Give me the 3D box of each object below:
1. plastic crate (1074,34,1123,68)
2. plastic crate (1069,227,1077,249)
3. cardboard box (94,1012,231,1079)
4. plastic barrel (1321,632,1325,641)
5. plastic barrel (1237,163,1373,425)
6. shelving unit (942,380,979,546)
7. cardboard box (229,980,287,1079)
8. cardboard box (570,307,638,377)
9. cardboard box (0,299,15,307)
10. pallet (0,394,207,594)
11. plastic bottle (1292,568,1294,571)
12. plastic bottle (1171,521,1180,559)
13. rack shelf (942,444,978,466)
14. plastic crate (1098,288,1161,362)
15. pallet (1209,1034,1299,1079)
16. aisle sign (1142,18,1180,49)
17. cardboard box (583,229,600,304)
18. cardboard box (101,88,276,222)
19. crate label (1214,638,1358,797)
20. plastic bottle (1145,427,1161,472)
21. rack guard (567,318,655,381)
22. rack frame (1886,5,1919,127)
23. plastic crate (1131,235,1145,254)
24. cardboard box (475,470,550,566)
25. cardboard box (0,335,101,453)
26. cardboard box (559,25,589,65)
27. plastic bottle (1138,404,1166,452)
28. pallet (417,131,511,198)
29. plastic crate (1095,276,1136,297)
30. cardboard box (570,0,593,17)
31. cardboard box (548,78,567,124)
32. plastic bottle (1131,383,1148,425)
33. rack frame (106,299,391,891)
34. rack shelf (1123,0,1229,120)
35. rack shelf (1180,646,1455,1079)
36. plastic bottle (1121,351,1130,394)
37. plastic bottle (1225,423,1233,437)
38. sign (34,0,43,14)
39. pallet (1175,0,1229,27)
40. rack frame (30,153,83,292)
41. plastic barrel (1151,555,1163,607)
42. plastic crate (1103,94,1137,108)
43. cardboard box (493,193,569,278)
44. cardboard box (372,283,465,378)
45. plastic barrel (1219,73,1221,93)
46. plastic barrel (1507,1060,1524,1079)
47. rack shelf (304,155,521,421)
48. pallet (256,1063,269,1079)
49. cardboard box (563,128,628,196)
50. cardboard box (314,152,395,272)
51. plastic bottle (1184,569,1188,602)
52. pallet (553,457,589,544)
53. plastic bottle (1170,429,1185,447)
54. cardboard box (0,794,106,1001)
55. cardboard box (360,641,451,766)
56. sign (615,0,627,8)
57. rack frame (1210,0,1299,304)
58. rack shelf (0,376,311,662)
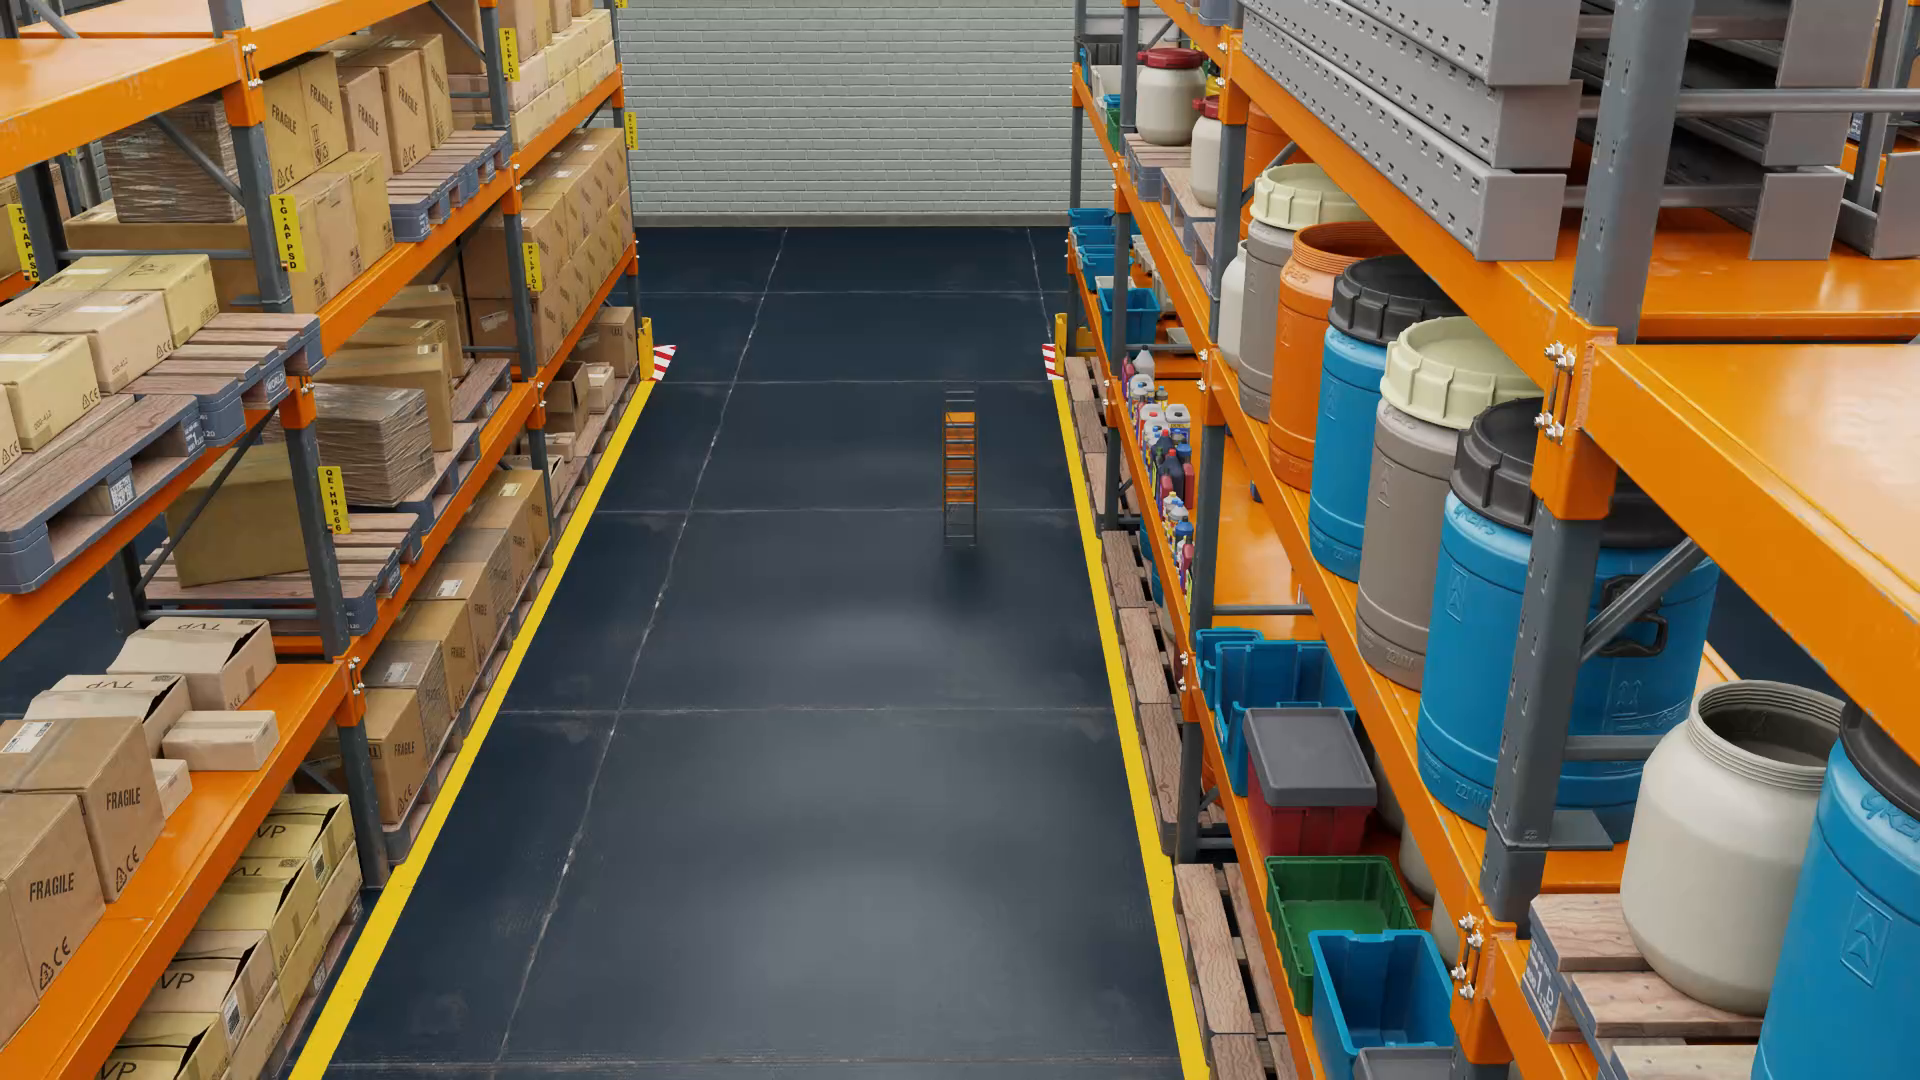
[{"bbox_3d":[1.221,-4.111,14.101,0.497,0.269,0.590,0,24,-1],"label":"plastic crate"},{"bbox_3d":[1.090,-2.635,14.566,0.250,0.136,0.298,0,24,-1],"label":"plastic crate"},{"bbox_3d":[-3.100,2.003,6.211,0.500,0.311,0.500,0,24,1],"label":"cardboard box"},{"bbox_3d":[1.891,0.461,7.309,0.600,0.536,0.708,0,24,-1],"label":"plastic barrel"},{"bbox_3d":[1.375,-0.923,6.285,0.600,0.901,0.600,0,24,0],"label":"plastic barrel"},{"bbox_3d":[0.000,-0.541,11.873,0.258,1.200,0.189,0,24,-1],"label":"shelving unit"},{"bbox_3d":[-3.109,2.051,6.786,0.500,0.250,0.500,0,24,1],"label":"cardboard box"},{"bbox_3d":[-3.205,-1.781,14.931,0.500,0.500,0.500,0,24,-1],"label":"cardboard box"},{"bbox_3d":[-8.505,-2.029,14.717,0.380,0.149,0.250,0,24,0],"label":"cardboard box"},{"bbox_3d":[-3.258,-0.187,5.495,1.003,0.211,1.213,1,24,2],"label":"pallet"},{"bbox_3d":[1.772,0.061,8.599,0.097,0.201,0.097,0,24,0],"label":"plastic bottle"},{"bbox_3d":[1.163,-0.004,8.744,0.097,0.201,0.097,0,24,0],"label":"plastic bottle"},{"bbox_3d":[0.000,-0.610,11.842,0.258,0.103,0.180,0,24,-1],"label":"rack shelf"},{"bbox_3d":[1.193,-1.526,11.814,0.392,0.384,0.575,0,24,-1],"label":"plastic crate"},{"bbox_3d":[1.563,2.425,6.516,1.003,0.211,1.213,0,24,-1],"label":"pallet"},{"bbox_3d":[1.788,-4.179,14.578,0.394,0.787,0.004,0,24,-1],"label":"aisle sign"},{"bbox_3d":[-3.166,-2.178,13.187,0.500,0.500,0.500,-1,24,-1],"label":"cardboard box"},{"bbox_3d":[-3.369,-1.694,7.264,0.500,0.500,0.500,0,24,-1],"label":"cardboard box"},{"bbox_3d":[1.323,0.728,6.842,0.502,0.435,0.616,0,24,-1],"label":"crate label"},{"bbox_3d":[1.150,-0.539,9.841,0.097,0.271,0.097,0,24,0],"label":"plastic bottle"},{"bbox_3d":[-3.457,-1.772,15.446,1.175,0.500,0.348,0,24,-1],"label":"rack guard"},{"bbox_3d":[6.492,-4.071,10.214,1.000,3.000,0.127,0,24,-1],"label":"rack frame"},{"bbox_3d":[1.685,-2.535,14.346,0.396,0.136,0.243,0,24,-1],"label":"plastic crate"},{"bbox_3d":[-3.122,-0.154,11.333,0.500,0.500,0.500,0,24,-1],"label":"cardboard box"},{"bbox_3d":[-3.291,-0.497,5.626,0.500,0.250,0.500,-1,24,-2],"label":"cardboard box"},{"bbox_3d":[-3.190,-3.846,12.933,0.500,0.250,0.500,0,24,-1],"label":"cardboard box"},{"bbox_3d":[1.173,-0.685,10.158,0.152,0.276,0.135,0,24,-1],"label":"plastic bottle"},{"bbox_3d":[-3.477,-2.306,10.181,1.213,0.211,1.003,0,24,-1],"label":"pallet"},{"bbox_3d":[1.219,-1.939,13.027,0.293,0.136,0.466,0,24,-1],"label":"plastic crate"},{"bbox_3d":[-3.436,-4.599,13.687,0.700,0.500,0.500,0,24,-1],"label":"cardboard box"},{"bbox_3d":[-3.177,-3.206,12.125,0.500,0.250,0.500,0,24,-1],"label":"cardboard box"},{"bbox_3d":[1.141,-0.865,10.563,0.097,0.271,0.097,0,24,0],"label":"plastic bottle"},{"bbox_3d":[-3.370,0.354,7.711,1.000,3.000,0.127,0,24,-1],"label":"rack frame"},{"bbox_3d":[1.561,-2.714,8.573,1.077,0.370,4.000,0,24,-1],"label":"rack shelf"},{"bbox_3d":[1.604,1.485,6.083,1.077,0.370,4.000,0,24,-1],"label":"rack shelf"},{"bbox_3d":[1.116,-1.109,11.087,0.061,0.283,0.133,0,24,-1],"label":"plastic bottle"},{"bbox_3d":[1.734,-0.839,10.407,0.144,0.351,0.185,0,24,-1],"label":"plastic bottle"},{"bbox_3d":[-7.868,-4.650,14.155,0.100,0.325,0.005,0,24,-1],"label":"sign"},{"bbox_3d":[1.606,-2.429,7.299,1.213,0.211,1.003,0,24,-1],"label":"pallet"},{"bbox_3d":[-8.411,-2.919,14.947,1.000,3.000,0.127,0,24,-1],"label":"rack frame"},{"bbox_3d":[1.536,-0.034,10.606,0.600,0.901,0.708,0,24,-1],"label":"plastic barrel"},{"bbox_3d":[1.210,-2.979,11.644,0.416,0.233,0.300,0,24,-1],"label":"plastic crate"},{"bbox_3d":[-3.144,-2.204,12.031,0.500,0.500,0.500,-1,24,-2],"label":"cardboard box"},{"bbox_3d":[-3.633,-1.335,10.814,0.700,0.500,0.500,-9,26,-18],"label":"cardboard box"},{"bbox_3d":[1.711,-2.399,9.040,0.600,0.901,0.708,0,24,-1],"label":"plastic barrel"},{"bbox_3d":[1.835,1.524,4.958,0.433,0.535,0.433,0,24,0],"label":"plastic barrel"},{"bbox_3d":[-3.392,-1.509,9.063,1.077,0.370,4.000,0,24,-1],"label":"rack shelf"},{"bbox_3d":[-3.390,2.465,6.426,1.003,0.211,1.213,0,24,-1],"label":"pallet"},{"bbox_3d":[-3.178,-3.262,14.370,0.500,0.500,0.500,0,24,-1],"label":"cardboard box"},{"bbox_3d":[-3.420,-1.662,8.408,0.910,0.500,0.500,0,24,-1],"label":"cardboard box"},{"bbox_3d":[1.169,0.211,8.267,0.097,0.201,0.097,0,24,0],"label":"plastic bottle"},{"bbox_3d":[-3.421,-0.307,12.556,1.003,0.211,1.213,0,24,-1],"label":"pallet"},{"bbox_3d":[1.300,-0.563,9.980,0.097,0.201,0.097,0,24,0],"label":"plastic bottle"},{"bbox_3d":[-3.330,1.217,5.682,0.500,0.500,0.500,0,24,0],"label":"cardboard box"},{"bbox_3d":[-3.101,0.888,9.030,0.500,0.500,0.500,-1,24,-2],"label":"cardboard box"},{"bbox_3d":[-2.903,-4.707,14.186,0.100,0.325,0.005,0,24,-1],"label":"sign"},{"bbox_3d":[1.583,-2.400,6.521,1.000,3.000,0.127,0,24,-1],"label":"rack frame"},{"bbox_3d":[-3.349,0.139,5.419,1.077,0.370,4.000,0,24,-1],"label":"rack shelf"}]
